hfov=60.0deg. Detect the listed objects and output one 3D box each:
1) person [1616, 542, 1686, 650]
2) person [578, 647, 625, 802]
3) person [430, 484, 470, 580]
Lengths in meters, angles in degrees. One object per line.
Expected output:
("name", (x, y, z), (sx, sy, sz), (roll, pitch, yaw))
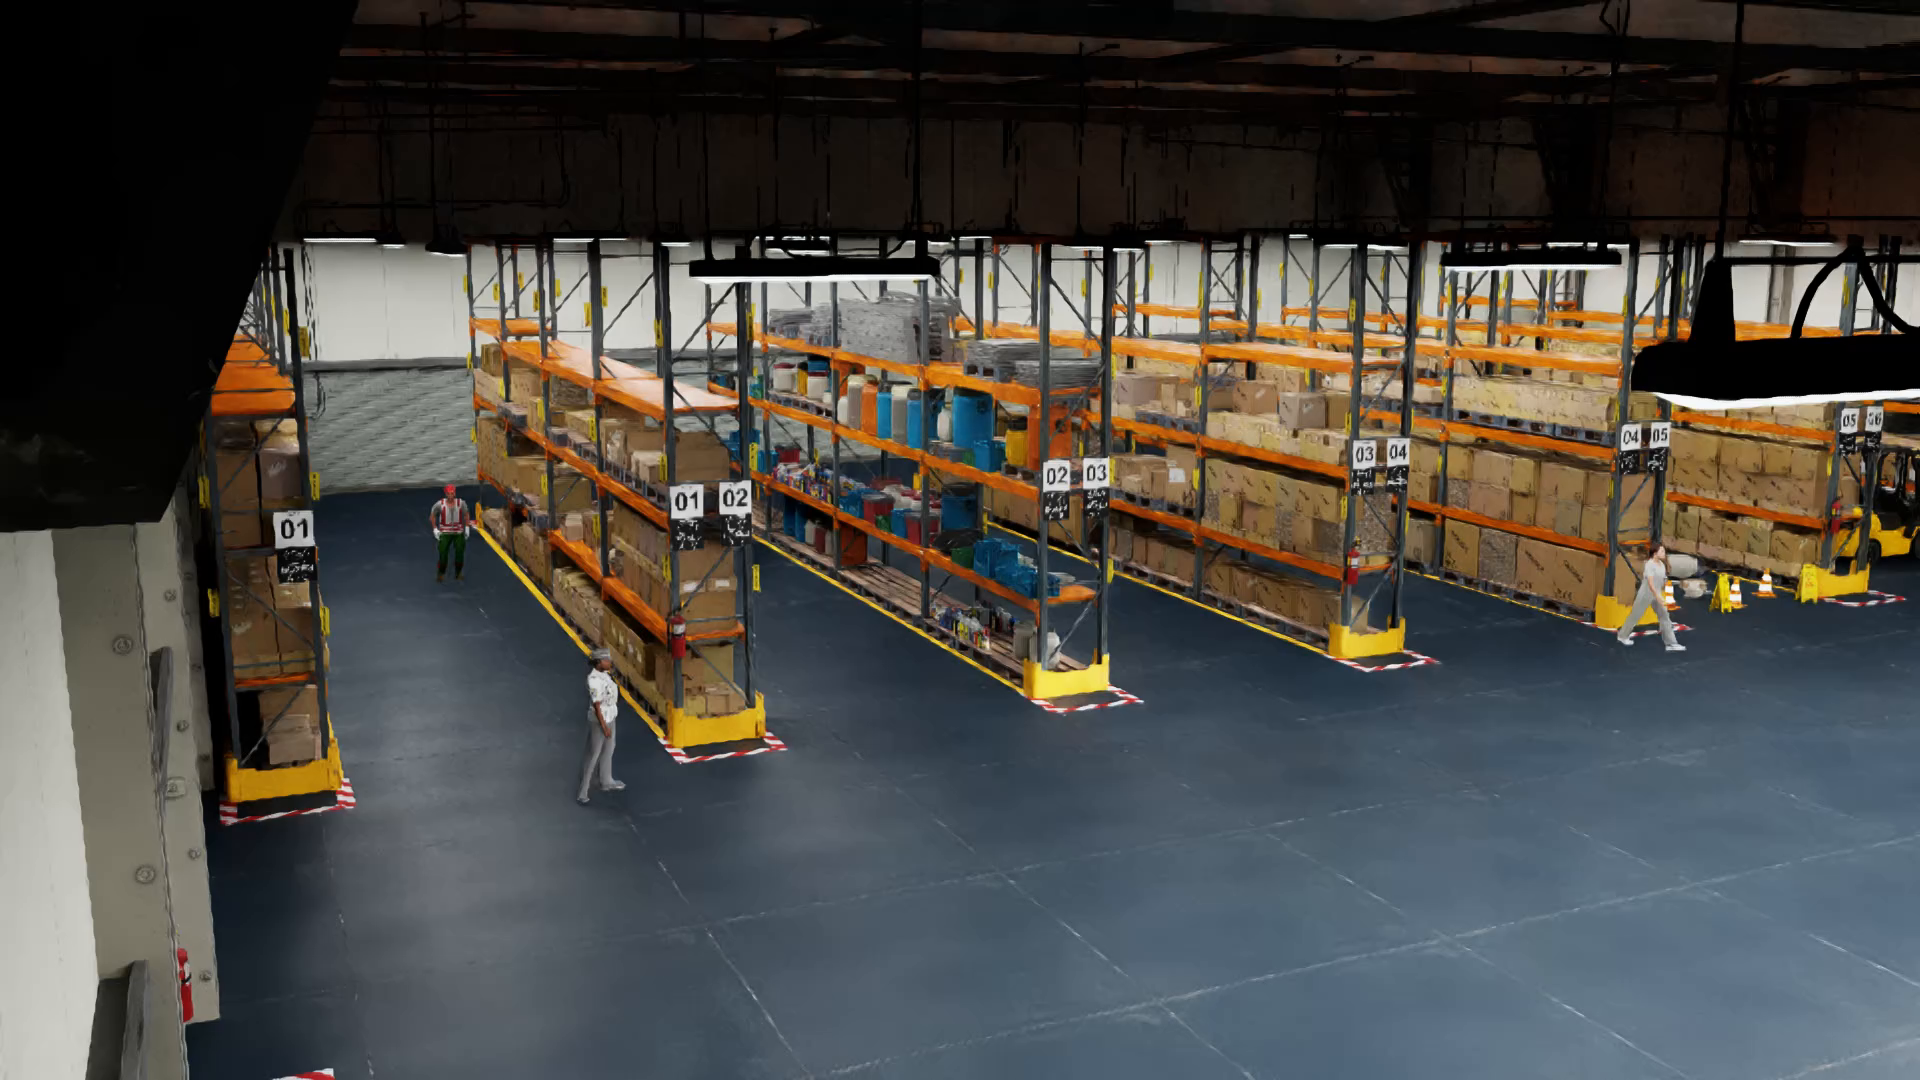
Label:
("person", (10.251, 0.819, 24.612), (0.444, 1.604, 1.016), (-7, 13, -31))
("person", (-4.008, 2.015, 18.359), (0.438, 1.677, 0.649), (1, 11, 6))
("person", (-8.975, -0.140, 29.324), (0.677, 1.742, 0.552), (-5, 12, -25))
